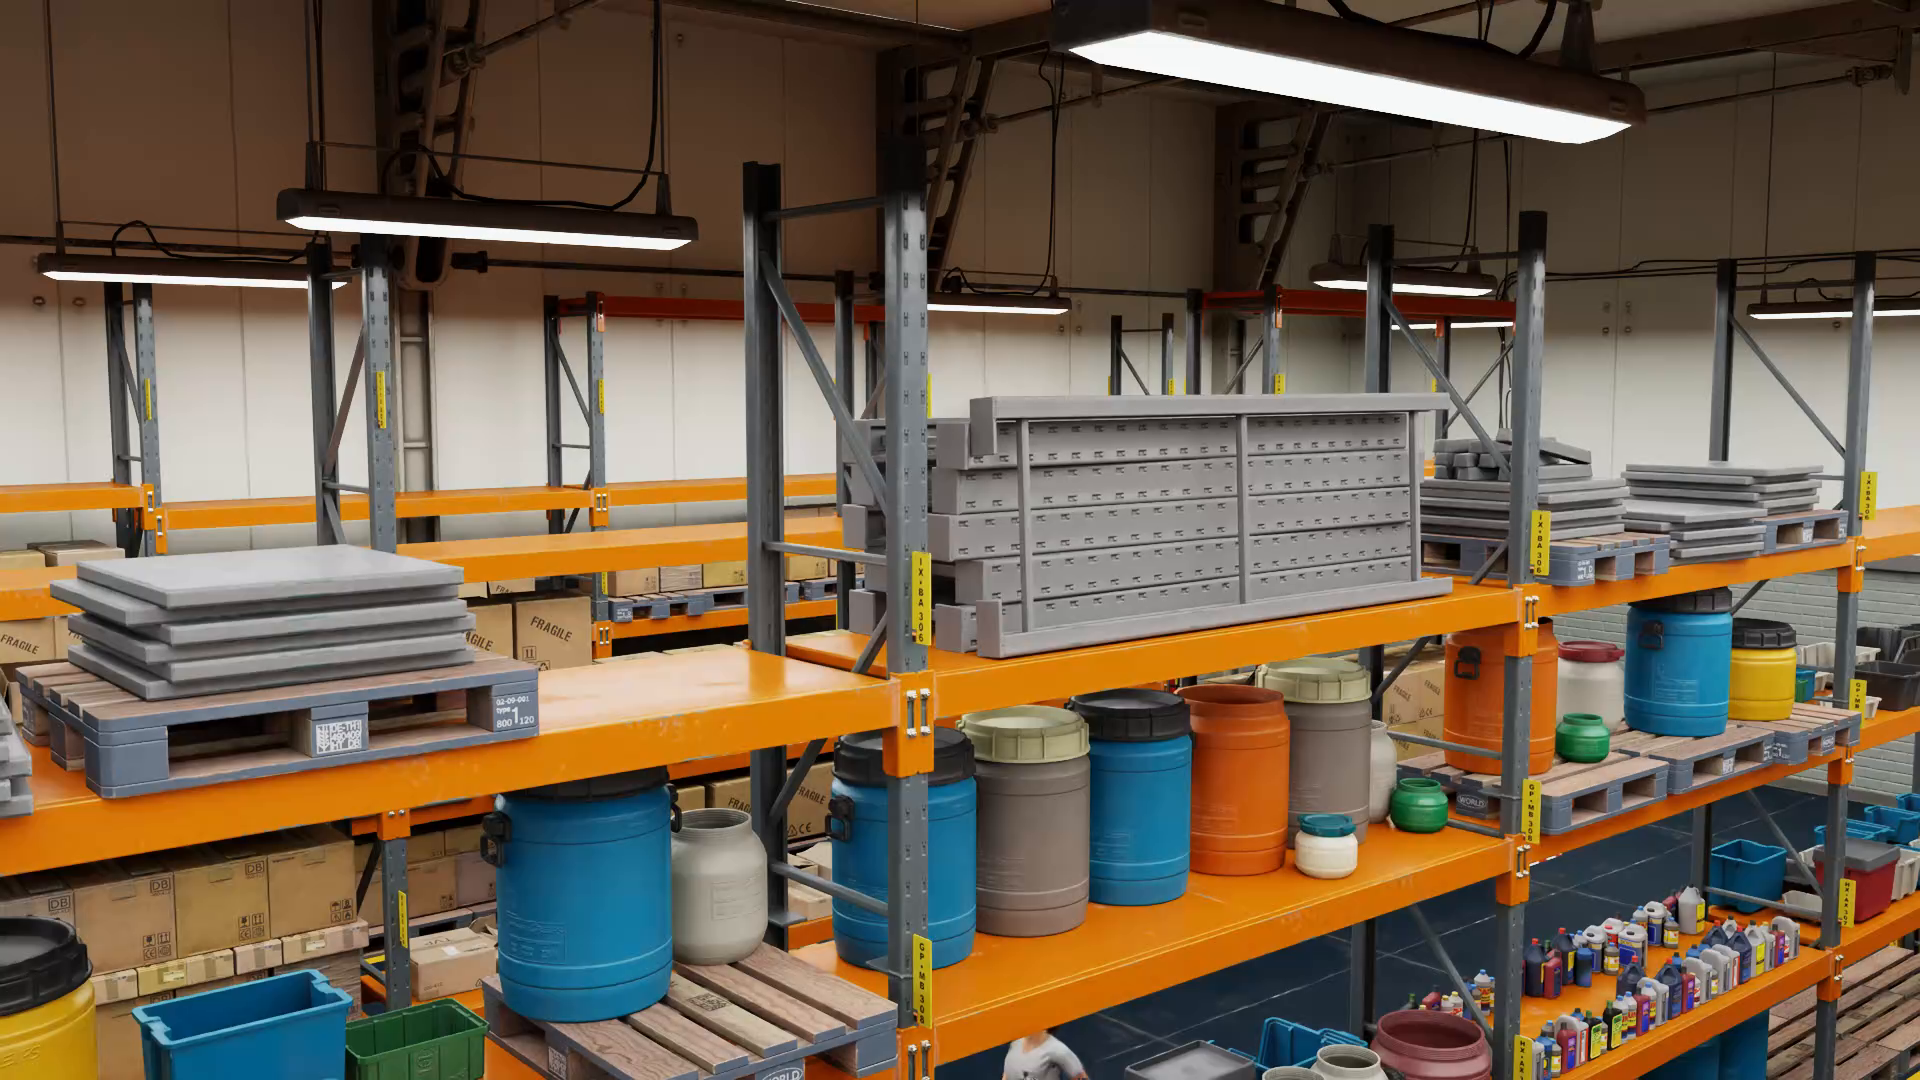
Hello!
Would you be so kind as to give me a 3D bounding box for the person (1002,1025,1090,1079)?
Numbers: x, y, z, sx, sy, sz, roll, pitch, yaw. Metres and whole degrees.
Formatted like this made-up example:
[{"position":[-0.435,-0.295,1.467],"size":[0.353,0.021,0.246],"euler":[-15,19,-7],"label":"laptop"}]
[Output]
[{"position":[0.431,3.430,9.671],"size":[0.901,1.639,0.582],"euler":[-4,7,-38],"label":"person"}]
